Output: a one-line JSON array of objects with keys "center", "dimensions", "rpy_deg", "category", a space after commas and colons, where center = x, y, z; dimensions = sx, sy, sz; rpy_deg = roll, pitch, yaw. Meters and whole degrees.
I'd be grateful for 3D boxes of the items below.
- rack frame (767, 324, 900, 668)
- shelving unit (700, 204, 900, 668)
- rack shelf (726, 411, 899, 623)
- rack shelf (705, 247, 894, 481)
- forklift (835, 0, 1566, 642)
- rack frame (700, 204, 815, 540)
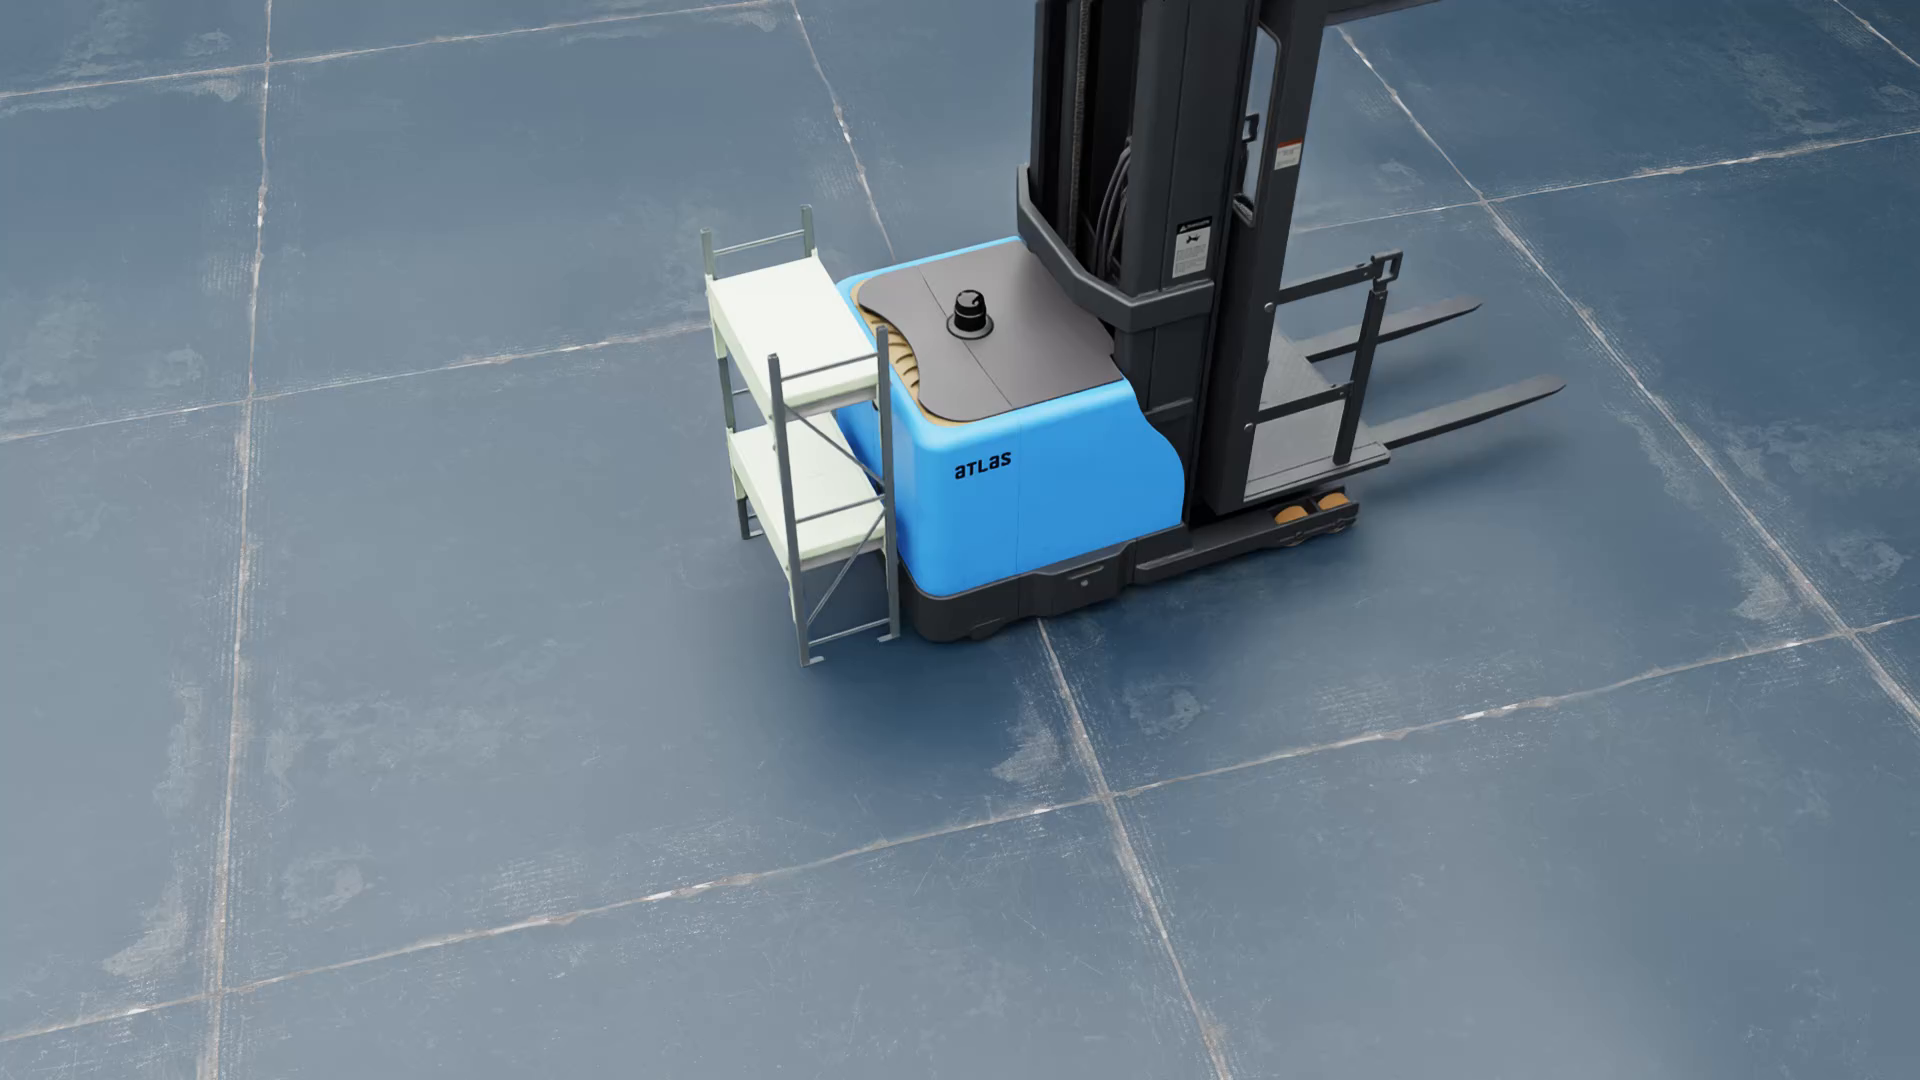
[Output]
[{"center": [-0.418, -0.105, 5.803], "dimensions": [0.400, 1.500, 0.023], "rpy_deg": [-17, 48, -16], "category": "rack frame"}, {"center": [-0.561, -0.346, 6.039], "dimensions": [0.431, 1.500, 0.755], "rpy_deg": [-17, 48, -16], "category": "shelving unit"}, {"center": [-0.560, -0.118, 6.271], "dimensions": [0.431, 0.370, 0.720], "rpy_deg": [-17, 48, -16], "category": "rack shelf"}, {"center": [-0.561, -0.619, 5.760], "dimensions": [0.431, 0.370, 0.720], "rpy_deg": [-17, 48, -16], "category": "rack shelf"}, {"center": [1.064, -1.333, 6.004], "dimensions": [3.031, 2.935, 1.130], "rpy_deg": [-17, 48, -16], "category": "forklift"}, {"center": [-0.703, -0.587, 6.274], "dimensions": [0.400, 1.500, 0.023], "rpy_deg": [-17, 48, -16], "category": "rack frame"}]
